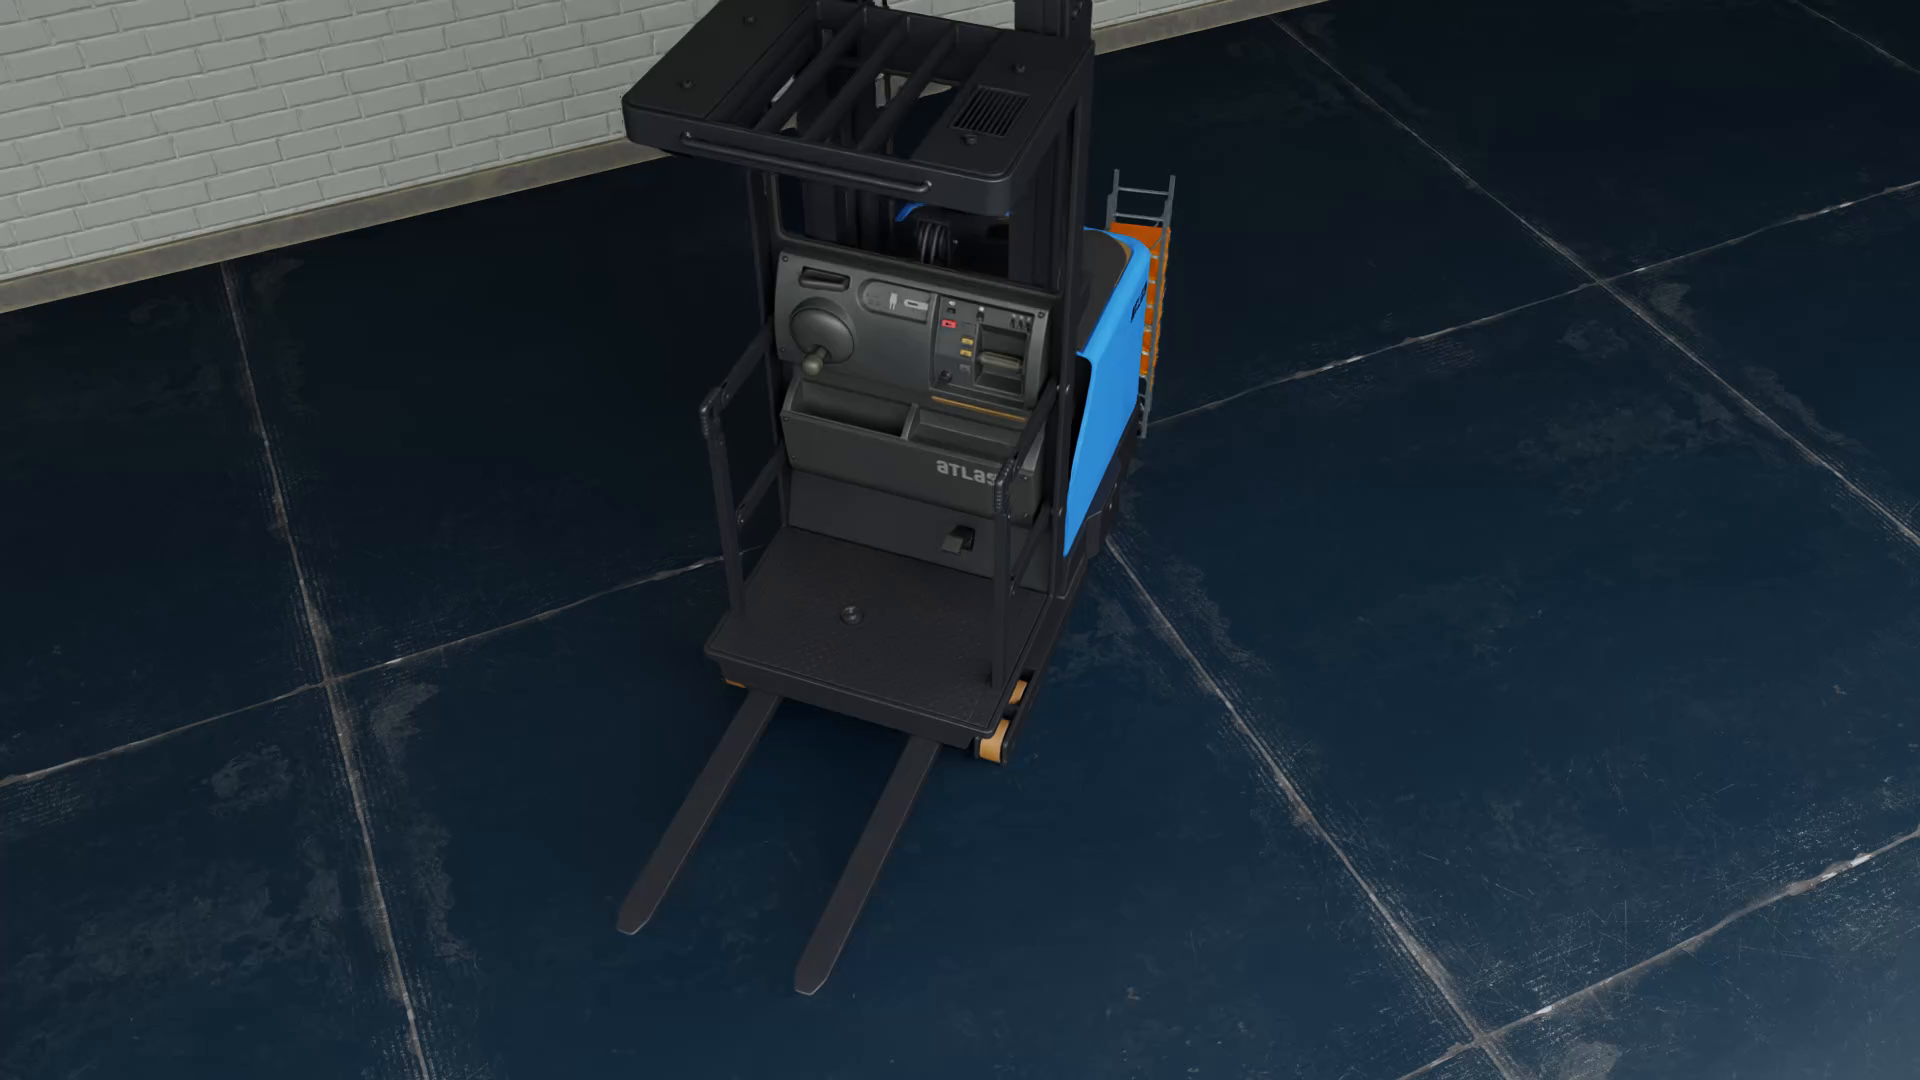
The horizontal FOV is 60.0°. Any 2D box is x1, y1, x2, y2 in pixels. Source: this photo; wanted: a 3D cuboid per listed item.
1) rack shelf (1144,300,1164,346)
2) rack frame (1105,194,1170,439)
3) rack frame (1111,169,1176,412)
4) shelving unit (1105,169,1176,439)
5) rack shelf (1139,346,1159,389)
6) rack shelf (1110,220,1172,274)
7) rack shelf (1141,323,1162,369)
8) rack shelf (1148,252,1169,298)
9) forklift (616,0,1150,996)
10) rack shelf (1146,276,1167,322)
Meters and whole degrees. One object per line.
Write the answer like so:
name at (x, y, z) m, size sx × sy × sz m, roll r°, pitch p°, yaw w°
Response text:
rack shelf at (0.704, -0.914, 6.885) m, size 0.258 × 0.103 × 0.180 m, roll 8°, pitch 45°, yaw 8°
rack frame at (0.685, -0.883, 6.790) m, size 0.240 × 1.200 × 0.006 m, roll 8°, pitch 45°, yaw 8°
rack frame at (0.722, -1.009, 6.918) m, size 0.240 × 1.200 × 0.006 m, roll 8°, pitch 45°, yaw 8°
shelving unit at (0.704, -0.946, 6.854) m, size 0.258 × 1.200 × 0.189 m, roll 8°, pitch 45°, yaw 8°
rack shelf at (0.704, -0.743, 7.054) m, size 0.258 × 0.103 × 0.180 m, roll 8°, pitch 45°, yaw 8°
rack shelf at (0.704, -1.170, 6.633) m, size 0.258 × 0.103 × 0.180 m, roll 8°, pitch 45°, yaw 8°
rack shelf at (0.704, -0.829, 6.970) m, size 0.258 × 0.103 × 0.180 m, roll 8°, pitch 45°, yaw 8°
rack shelf at (0.704, -1.085, 6.717) m, size 0.258 × 0.103 × 0.180 m, roll 8°, pitch 45°, yaw 8°
forklift at (-0.239, -0.583, 5.254) m, size 1.130 × 2.935 × 3.031 m, roll 15°, pitch 46°, yaw 14°
rack shelf at (0.704, -1.000, 6.801) m, size 0.258 × 0.103 × 0.180 m, roll 8°, pitch 45°, yaw 8°
